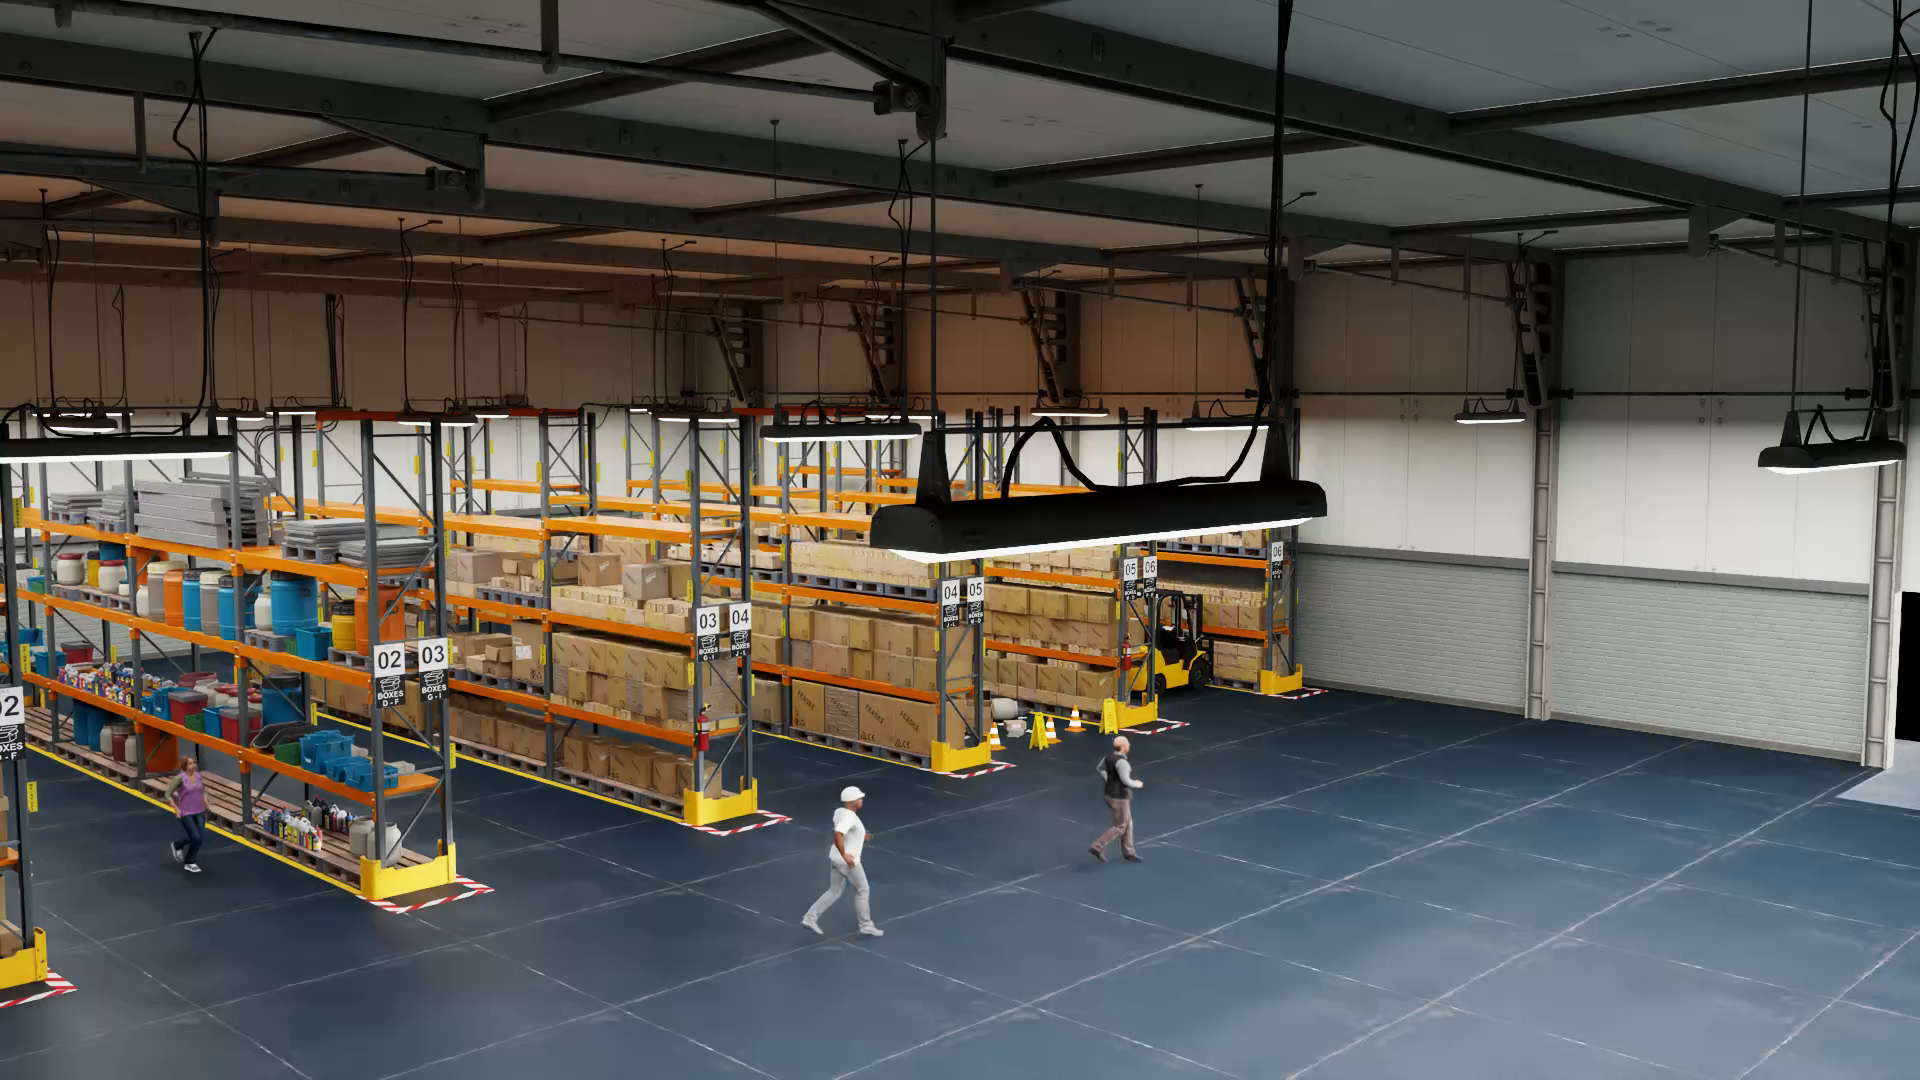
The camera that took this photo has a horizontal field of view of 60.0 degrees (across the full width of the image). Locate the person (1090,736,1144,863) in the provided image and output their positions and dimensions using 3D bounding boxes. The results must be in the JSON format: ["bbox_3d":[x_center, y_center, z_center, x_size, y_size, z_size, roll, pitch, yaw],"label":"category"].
[{"bbox_3d":[2.104,3.498,22.320,0.846,1.737,0.680,-2,5,-17],"label":"person"}]

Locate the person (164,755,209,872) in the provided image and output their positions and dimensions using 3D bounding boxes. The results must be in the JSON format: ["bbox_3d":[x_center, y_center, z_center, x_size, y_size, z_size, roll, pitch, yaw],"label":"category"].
[{"bbox_3d":[-10.171,3.625,21.982,0.544,1.536,0.536,3,6,30],"label":"person"}]

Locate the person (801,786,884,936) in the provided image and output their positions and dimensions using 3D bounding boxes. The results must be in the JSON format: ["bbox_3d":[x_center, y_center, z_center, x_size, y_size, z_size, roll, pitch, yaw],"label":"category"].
[{"bbox_3d":[-1.359,3.745,19.263,0.971,1.777,0.646,-2,6,-26],"label":"person"}]
